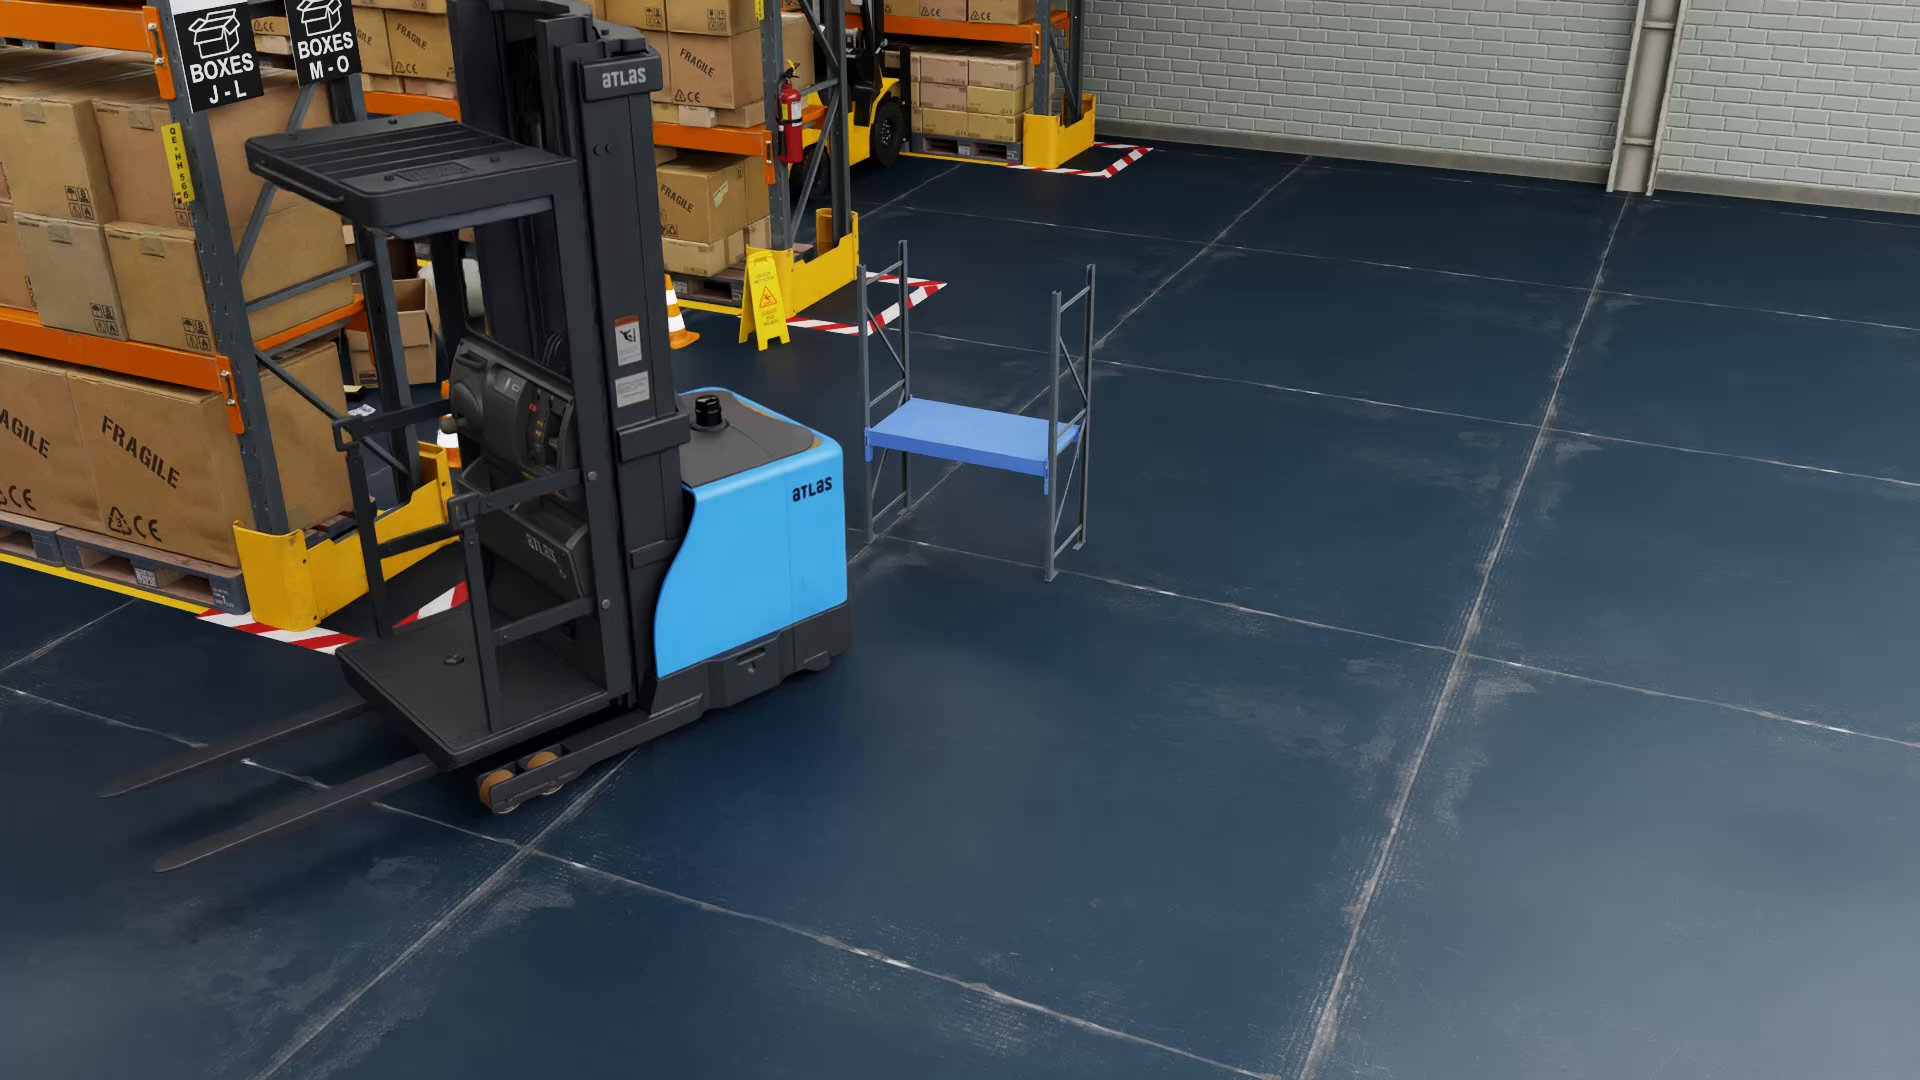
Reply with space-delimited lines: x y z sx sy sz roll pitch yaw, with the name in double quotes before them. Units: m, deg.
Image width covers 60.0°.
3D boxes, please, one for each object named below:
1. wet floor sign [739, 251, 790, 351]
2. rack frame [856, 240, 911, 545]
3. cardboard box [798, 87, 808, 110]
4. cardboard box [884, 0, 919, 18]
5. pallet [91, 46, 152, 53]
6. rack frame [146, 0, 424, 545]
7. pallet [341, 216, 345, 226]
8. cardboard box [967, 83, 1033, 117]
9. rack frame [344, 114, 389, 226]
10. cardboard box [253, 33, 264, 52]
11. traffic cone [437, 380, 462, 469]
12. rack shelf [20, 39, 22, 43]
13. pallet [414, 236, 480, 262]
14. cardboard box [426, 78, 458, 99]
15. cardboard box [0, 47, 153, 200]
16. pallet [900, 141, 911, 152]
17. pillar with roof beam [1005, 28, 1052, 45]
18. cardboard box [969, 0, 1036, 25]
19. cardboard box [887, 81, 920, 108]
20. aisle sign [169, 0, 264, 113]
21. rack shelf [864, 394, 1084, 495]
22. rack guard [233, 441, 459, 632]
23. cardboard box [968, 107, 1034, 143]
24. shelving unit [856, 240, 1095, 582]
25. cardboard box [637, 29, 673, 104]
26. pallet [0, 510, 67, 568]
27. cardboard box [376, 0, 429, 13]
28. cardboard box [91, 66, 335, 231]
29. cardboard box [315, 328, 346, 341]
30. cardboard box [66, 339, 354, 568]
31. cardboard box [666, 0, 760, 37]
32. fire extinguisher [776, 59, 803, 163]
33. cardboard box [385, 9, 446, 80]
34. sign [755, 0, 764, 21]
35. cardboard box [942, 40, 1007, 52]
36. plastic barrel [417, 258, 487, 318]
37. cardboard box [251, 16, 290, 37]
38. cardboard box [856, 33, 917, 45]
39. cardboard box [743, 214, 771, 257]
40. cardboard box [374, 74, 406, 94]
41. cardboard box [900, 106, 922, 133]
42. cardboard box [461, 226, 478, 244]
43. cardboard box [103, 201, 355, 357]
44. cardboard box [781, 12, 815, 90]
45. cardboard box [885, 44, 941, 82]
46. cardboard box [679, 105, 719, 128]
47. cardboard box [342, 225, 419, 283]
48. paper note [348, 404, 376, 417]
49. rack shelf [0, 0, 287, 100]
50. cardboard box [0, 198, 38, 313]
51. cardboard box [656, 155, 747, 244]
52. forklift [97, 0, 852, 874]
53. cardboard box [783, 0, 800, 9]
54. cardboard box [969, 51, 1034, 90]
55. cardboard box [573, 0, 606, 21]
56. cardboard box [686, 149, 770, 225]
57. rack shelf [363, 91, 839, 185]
"wet floor sign" -1.358 -1.659 11.390 0.232 0.644 0.267 23 35 39
"rack frame" -0.385 -0.750 8.576 0.032 1.500 0.500 11 28 22
"cardboard box" -1.311 -3.213 12.165 0.250 0.149 0.380 11 28 22
"cardboard box" -0.528 -5.399 16.206 0.500 0.500 0.500 11 28 21
"pallet" -6.551 -4.212 14.126 1.213 0.211 1.003 11 28 22
"rack frame" -3.045 -1.172 7.734 0.127 3.000 1.000 11 28 22
"pallet" -5.438 -2.803 14.204 1.213 0.211 1.003 11 28 22
"cardboard box" 0.391 -4.320 16.199 0.500 0.250 0.500 11 28 21
"rack frame" -4.729 -3.912 13.300 0.127 3.000 1.000 11 28 22
"cardboard box" -5.544 -4.026 13.341 0.250 0.149 0.380 10 28 20
"traffic cone" -2.940 -0.702 9.652 0.334 0.463 0.336 11 28 22
"rack shelf" -10.191 -4.686 15.687 4.000 0.370 1.077 11 28 22
"pallet" -4.103 -2.552 13.695 1.213 0.211 1.003 11 28 22
"cardboard box" -3.858 -3.492 12.731 0.250 0.149 0.380 12 29 23
"cardboard box" -4.359 -2.028 8.080 0.550 0.550 0.875 11 28 22
"pallet" -0.856 -4.273 17.190 1.213 0.211 1.003 11 28 22
"pillar with roof beam" -1.079 -6.627 12.023 0.400 9.000 9.100 11 28 22
"cardboard box" 0.407 -5.206 15.816 0.500 0.500 0.500 11 28 21
"cardboard box" -0.540 -4.502 16.569 0.500 0.250 0.500 11 28 21
"aisle sign" -3.104 -2.205 6.889 0.004 0.787 0.394 11 28 22
"rack shelf" 0.078 -0.496 8.467 1.000 0.185 0.538 11 28 22
"rack guard" -3.023 -0.046 8.278 0.348 0.500 1.175 11 28 22
"cardboard box" 0.405 -4.091 16.301 0.500 0.250 0.500 12 28 22
"shelving unit" 0.078 -0.657 8.387 1.048 1.500 0.538 11 28 22
"cardboard box" -2.150 -3.441 11.893 0.500 0.500 0.500 11 28 22
"pallet" -4.912 -0.259 9.038 1.213 0.211 1.003 11 28 22
"cardboard box" -3.962 -4.269 12.443 0.500 0.500 0.700 12 28 22
"cardboard box" -3.366 -1.807 7.632 0.550 0.550 0.875 11 28 22
"cardboard box" -4.589 -1.592 11.261 0.503 0.637 0.797 11 28 22
"cardboard box" -3.689 -0.504 8.309 0.875 0.875 0.875 12 28 22
"cardboard box" -1.643 -3.813 11.517 0.500 0.500 0.700 11 28 21
"fire extinguisher" -1.174 -2.940 11.413 0.183 0.674 0.296 11 28 22
"cardboard box" -3.977 -3.815 12.654 0.500 0.500 0.500 11 28 22
"sign" -1.336 -3.622 11.043 0.005 0.325 0.100 11 28 22
"cardboard box" 0.148 -4.835 16.679 0.500 0.250 0.500 11 28 22
"plastic barrel" -3.595 -1.794 11.914 0.512 0.421 0.421 -12 29 -23
"cardboard box" -5.244 -4.271 13.104 0.500 0.500 0.500 11 28 21
"cardboard box" -0.766 -5.027 17.069 0.500 0.250 0.500 11 28 21
"cardboard box" -1.708 -2.394 12.855 0.500 0.250 0.500 11 28 21
"cardboard box" -4.324 -3.587 12.925 0.250 0.149 0.380 12 29 23
"cardboard box" -0.495 -4.281 16.686 0.500 0.250 0.500 12 29 22
"cardboard box" -3.813 -2.557 13.186 0.500 0.250 0.500 13 29 25
"cardboard box" -3.401 -1.289 7.802 0.550 0.550 0.875 11 28 22
"cardboard box" -1.404 -3.557 12.129 0.500 0.500 0.500 11 28 21
"cardboard box" -0.515 -4.719 16.444 0.500 0.250 0.500 12 29 22
"cardboard box" -1.793 -3.052 11.838 0.250 0.149 0.380 11 28 21
"cardboard box" -4.317 -2.049 12.342 0.500 0.500 0.500 -12 29 -23
"paper note" -3.731 -0.801 10.344 0.142 0.017 0.144 23 35 39
"rack shelf" -4.865 -2.561 7.973 4.000 0.370 1.077 11 28 22
"cardboard box" -4.369 -1.533 8.299 0.550 0.550 0.875 11 28 22
"cardboard box" -1.925 -2.514 12.248 0.500 0.500 0.500 12 28 22
"forklift" -1.927 -0.497 6.442 3.031 2.935 1.130 -22 33 -37
"cardboard box" -1.439 -5.587 16.588 0.500 0.500 0.500 11 28 21
"cardboard box" 0.415 -4.539 16.080 0.500 0.250 0.500 12 29 24
"cardboard box" -2.608 -3.961 11.817 0.500 0.500 0.700 11 28 21
"cardboard box" -1.729 -2.735 12.697 0.500 0.500 0.500 10 28 20
"rack shelf" -2.908 -3.224 12.716 4.000 0.370 1.077 11 28 22
